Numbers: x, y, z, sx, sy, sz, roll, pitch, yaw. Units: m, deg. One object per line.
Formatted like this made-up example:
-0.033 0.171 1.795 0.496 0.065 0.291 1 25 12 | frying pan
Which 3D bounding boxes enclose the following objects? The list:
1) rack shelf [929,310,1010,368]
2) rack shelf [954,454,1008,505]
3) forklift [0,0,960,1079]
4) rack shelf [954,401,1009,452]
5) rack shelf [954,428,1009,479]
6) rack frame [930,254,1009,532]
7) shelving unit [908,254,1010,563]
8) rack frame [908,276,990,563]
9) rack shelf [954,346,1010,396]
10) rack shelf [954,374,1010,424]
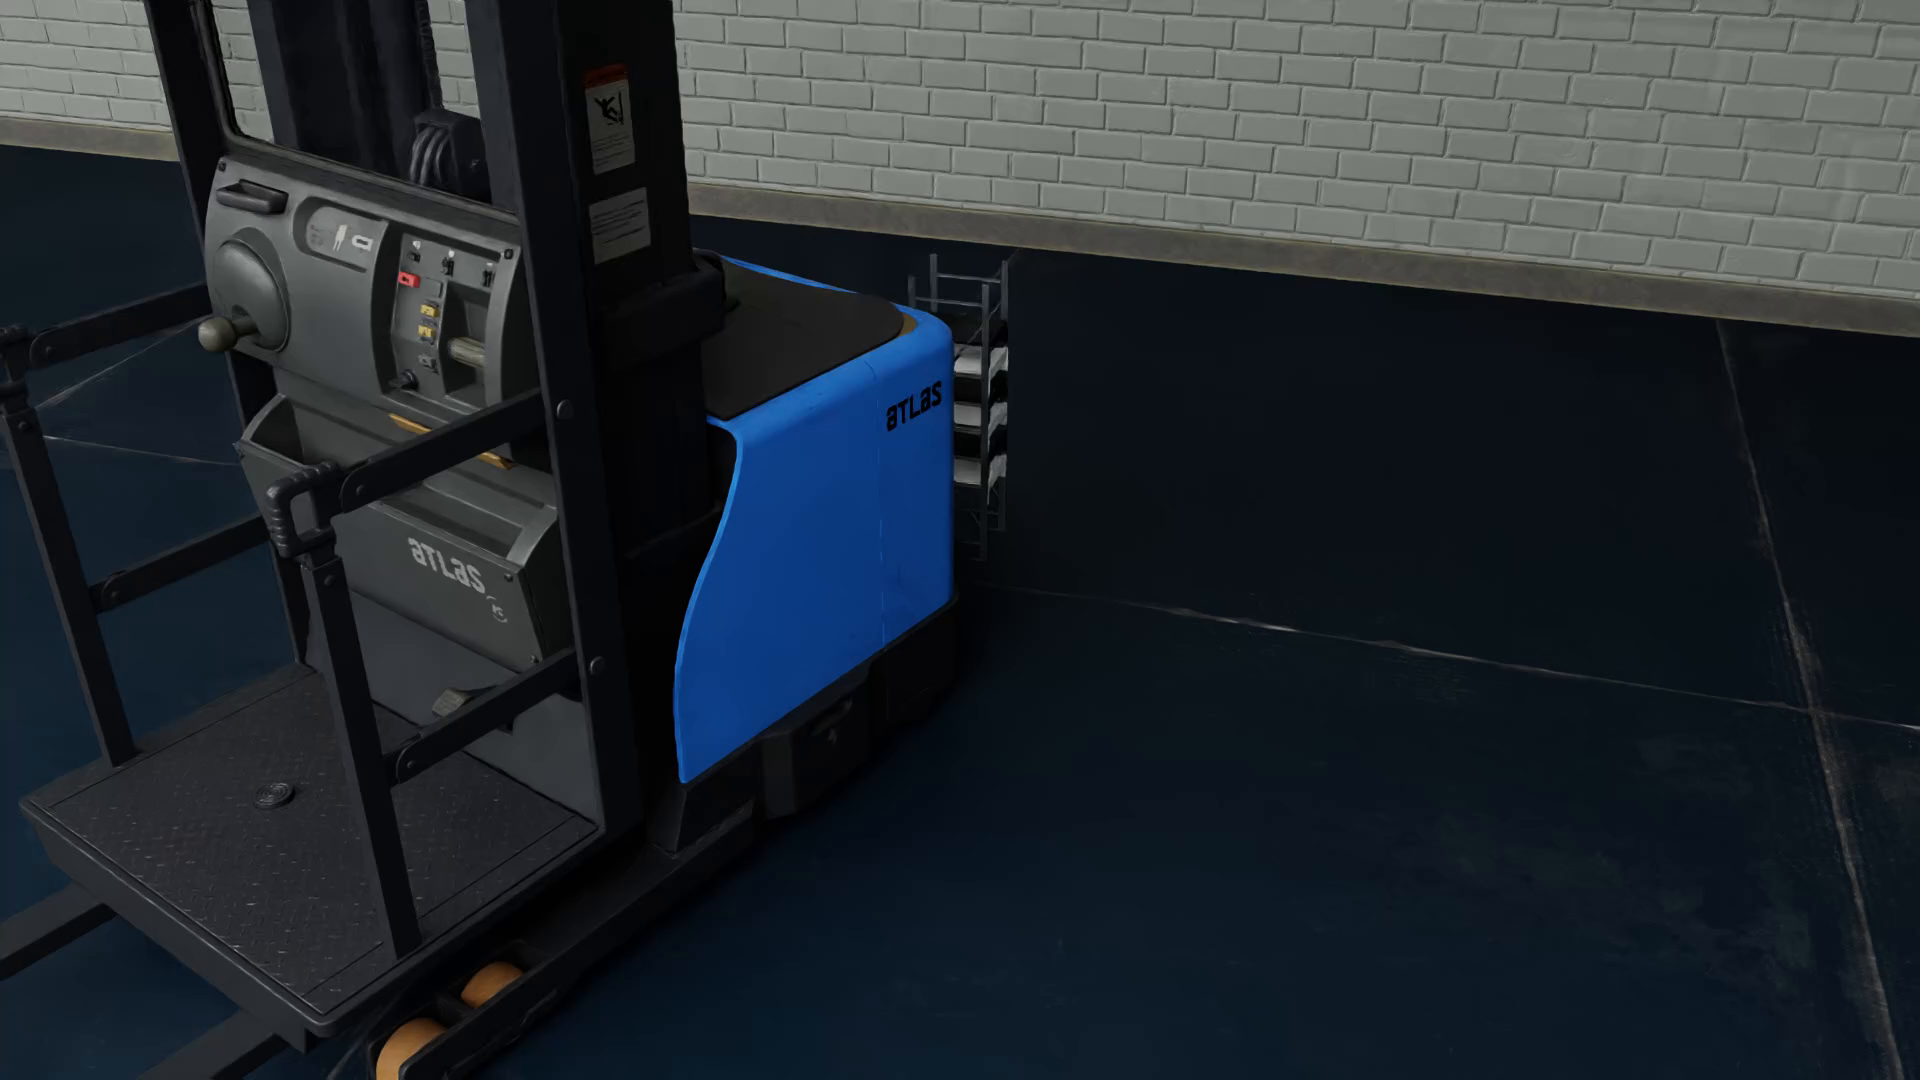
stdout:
-0.002 -0.596 4.909 0.258 0.077 0.200 8 30 15 | rack shelf
-0.002 -0.203 5.128 0.258 0.077 0.200 8 30 15 | rack shelf
-1.284 -0.444 3.034 1.130 2.935 3.031 20 35 31 | forklift
-0.002 -0.360 5.041 0.258 0.077 0.200 8 30 15 | rack shelf
-0.002 -0.282 5.084 0.258 0.077 0.200 8 30 15 | rack shelf
0.027 -0.437 5.109 0.240 0.900 0.006 8 30 15 | rack frame
-0.002 -0.389 5.024 0.258 0.900 0.210 8 30 15 | shelving unit
-0.032 -0.342 4.940 0.240 0.900 0.006 8 30 15 | rack frame
-0.002 -0.518 4.953 0.258 0.077 0.200 8 30 15 | rack shelf
-0.002 -0.439 4.997 0.258 0.077 0.200 8 30 15 | rack shelf
